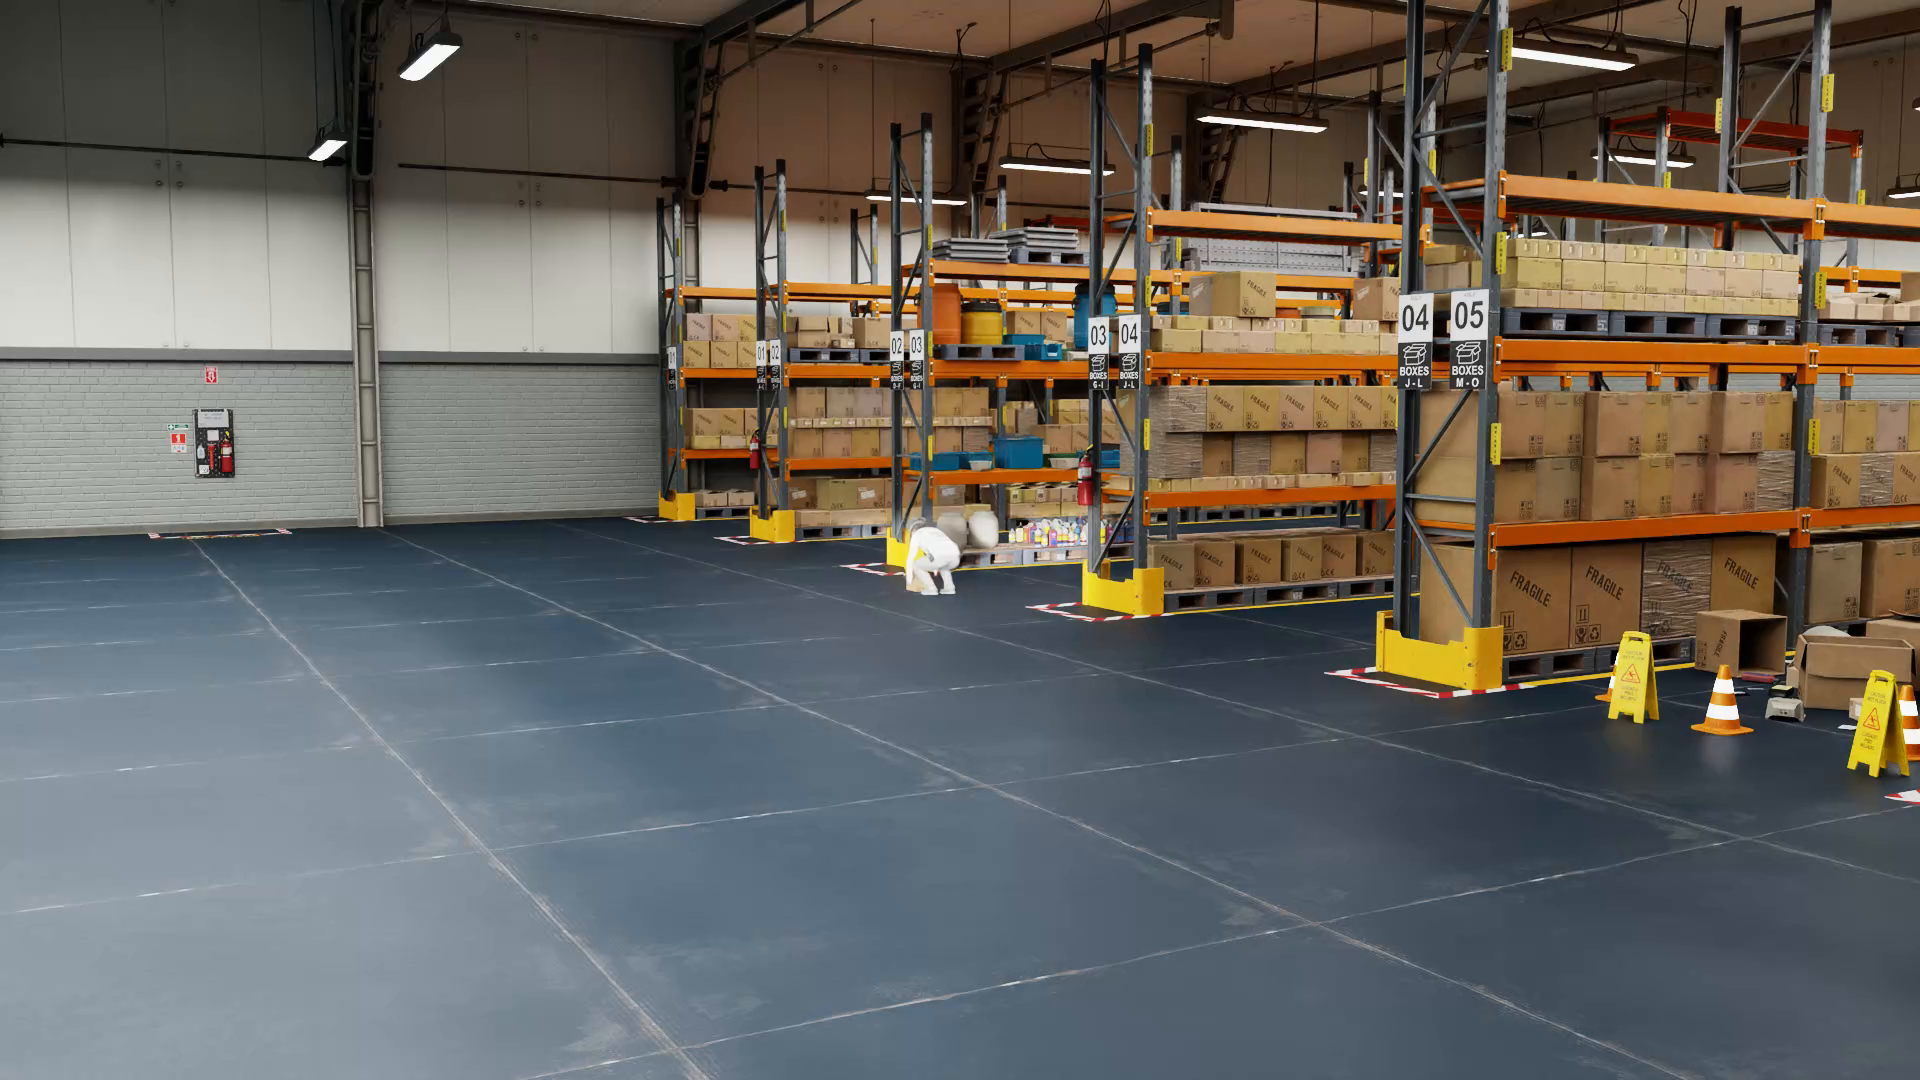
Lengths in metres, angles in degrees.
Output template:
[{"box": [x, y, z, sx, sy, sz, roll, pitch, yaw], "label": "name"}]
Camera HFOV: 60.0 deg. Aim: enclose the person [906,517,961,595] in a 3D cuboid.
[{"box": [-0.335, 0.191, 19.706, 0.485, 0.898, 0.856, -3, 6, -29], "label": "person"}]
